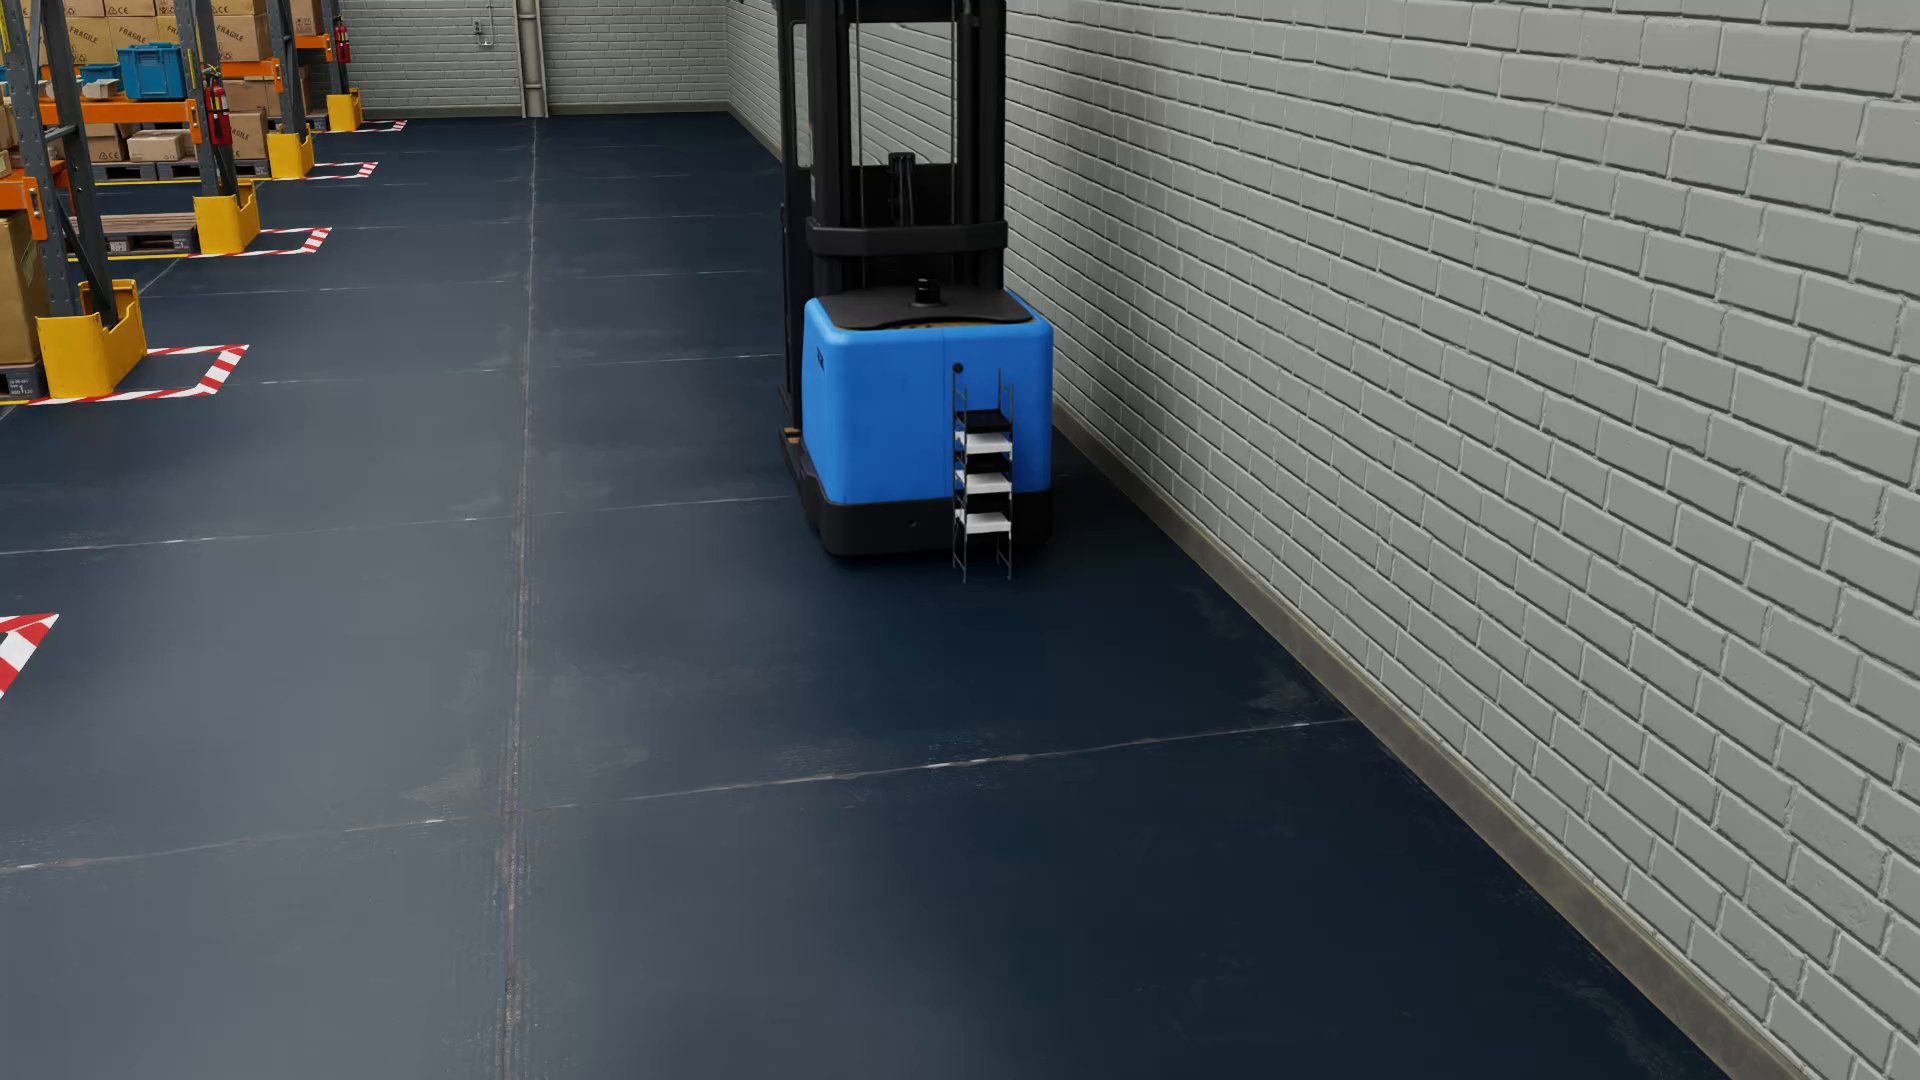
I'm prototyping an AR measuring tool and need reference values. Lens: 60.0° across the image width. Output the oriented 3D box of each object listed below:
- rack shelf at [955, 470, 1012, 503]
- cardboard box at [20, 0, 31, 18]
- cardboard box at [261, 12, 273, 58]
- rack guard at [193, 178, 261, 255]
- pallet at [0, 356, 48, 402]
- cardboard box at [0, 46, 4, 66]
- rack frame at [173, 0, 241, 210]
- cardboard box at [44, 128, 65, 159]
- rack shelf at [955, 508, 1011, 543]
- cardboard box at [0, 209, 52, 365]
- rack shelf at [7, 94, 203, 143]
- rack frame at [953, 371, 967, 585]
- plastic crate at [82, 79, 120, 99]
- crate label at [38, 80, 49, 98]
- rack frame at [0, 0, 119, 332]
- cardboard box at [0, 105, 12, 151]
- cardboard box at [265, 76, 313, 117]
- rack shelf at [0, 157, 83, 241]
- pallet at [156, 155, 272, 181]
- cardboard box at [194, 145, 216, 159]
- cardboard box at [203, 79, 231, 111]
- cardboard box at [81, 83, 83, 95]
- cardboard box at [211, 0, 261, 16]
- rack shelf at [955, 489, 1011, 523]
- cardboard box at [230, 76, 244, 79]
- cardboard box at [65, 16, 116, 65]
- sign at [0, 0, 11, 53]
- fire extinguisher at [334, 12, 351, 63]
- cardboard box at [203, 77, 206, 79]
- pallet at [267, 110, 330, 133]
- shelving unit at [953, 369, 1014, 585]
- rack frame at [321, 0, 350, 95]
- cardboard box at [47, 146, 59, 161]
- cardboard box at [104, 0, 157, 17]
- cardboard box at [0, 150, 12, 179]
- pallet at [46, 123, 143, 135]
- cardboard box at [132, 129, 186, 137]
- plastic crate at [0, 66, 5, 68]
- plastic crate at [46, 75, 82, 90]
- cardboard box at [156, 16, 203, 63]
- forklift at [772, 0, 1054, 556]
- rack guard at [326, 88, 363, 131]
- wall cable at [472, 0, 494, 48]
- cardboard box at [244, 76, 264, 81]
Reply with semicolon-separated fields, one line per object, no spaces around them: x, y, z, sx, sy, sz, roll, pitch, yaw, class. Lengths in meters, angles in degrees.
0.097;-0.243;7.267;0.200;0.077;0.258;-5;21;-12;rack shelf
-10.205;-6.014;18.273;0.500;0.500;0.500;-5;21;-14;cardboard box
-8.330;-5.890;19.387;0.500;0.500;0.500;-4;21;-11;cardboard box
-6.681;-2.964;15.179;0.348;0.500;1.175;-5;21;-12;rack guard
-6.322;-1.075;10.441;1.213;0.211;1.003;-5;21;-12;pallet
-10.674;-5.511;18.352;0.500;0.500;0.500;-4;21;-12;cardboard box
-6.701;-4.131;14.732;0.127;3.000;1.000;-5;21;-12;rack frame
-10.511;-4.617;19.326;0.500;0.311;0.500;-5;21;-12;cardboard box
0.097;-0.074;7.328;0.200;0.077;0.258;-5;21;-12;rack shelf
-6.166;-1.596;10.288;0.875;0.875;0.875;-5;21;-12;cardboard box
-8.648;-3.635;14.423;4.000;0.370;1.077;-5;21;-12;rack shelf
-0.002;-0.266;7.234;0.006;0.900;0.240;-5;21;-12;rack frame
-7.453;-3.911;14.425;0.243;0.136;0.396;-5;21;-12;plastic crate
-8.004;-3.862;14.293;0.243;0.136;0.396;-5;21;-12;crate label
-5.562;-2.473;10.206;0.127;3.000;1.000;-5;21;-12;rack frame
-5.972;-2.415;9.833;0.500;0.250;0.500;-5;21;-13;cardboard box
-9.639;-6.382;23.900;0.500;0.500;0.700;-5;21;-12;cardboard box
-7.508;-1.977;9.897;4.000;0.370;1.077;-5;21;-12;rack shelf
-8.687;-4.411;19.549;1.213;0.211;1.003;-5;21;-12;pallet
-8.725;-4.538;19.323;0.250;0.166;0.380;-5;21;-12;cardboard box
-10.616;-6.302;23.682;0.500;0.500;0.700;-5;21;-14;cardboard box
-12.122;-6.179;23.346;0.500;0.500;0.700;-4;21;-12;cardboard box
-8.207;-6.179;18.722;0.500;0.500;0.500;-5;21;-13;cardboard box
0.097;-0.158;7.297;0.200;0.077;0.258;-5;21;-12;rack shelf
-10.300;-6.704;23.834;0.250;0.149;0.380;-4;21;-12;cardboard box
-9.692;-5.590;18.569;0.500;0.500;0.500;-5;21;-13;cardboard box
-5.450;-2.946;9.467;0.005;0.325;0.100;-5;21;-12;sign
-8.728;-7.094;23.473;0.183;0.674;0.296;-5;21;-12;fire extinguisher
-10.797;-6.663;23.722;0.250;0.149;0.380;-4;21;-12;cardboard box
-9.741;-6.049;24.020;1.213;0.211;1.003;-5;21;-12;pallet
0.097;-0.274;7.255;0.210;0.900;0.258;-5;21;-12;shelving unit
-8.981;-7.448;23.785;0.127;3.000;1.000;-5;21;-12;rack frame
-10.433;-4.382;18.895;0.250;0.166;0.380;-5;21;-12;cardboard box
-9.202;-6.096;18.496;0.500;0.500;0.500;-4;21;-11;cardboard box
-5.832;-2.217;9.871;0.250;0.149;0.380;-4;21;-11;cardboard box
-12.116;-5.856;23.493;1.213;0.211;1.003;-5;21;-12;pallet
-9.405;-4.678;19.582;0.500;0.250;0.500;-5;21;-12;cardboard box
-8.591;-4.044;14.648;0.300;0.233;0.416;-5;21;-12;plastic crate
-8.009;-4.075;14.874;0.298;0.136;0.250;-5;21;-12;plastic crate
-8.715;-5.668;18.781;0.500;0.500;0.500;-4;21;-12;cardboard box
-0.372;-1.777;8.405;1.130;2.935;3.031;-4;21;-11;forklift
-8.958;-6.276;24.220;0.348;0.500;1.175;-5;21;-12;rack guard
-7.953;-8.343;24.751;1.851;1.984;0.084;-5;21;-12;wall cable
-9.971;-6.595;23.538;0.250;0.149;0.380;-4;21;-11;cardboard box
